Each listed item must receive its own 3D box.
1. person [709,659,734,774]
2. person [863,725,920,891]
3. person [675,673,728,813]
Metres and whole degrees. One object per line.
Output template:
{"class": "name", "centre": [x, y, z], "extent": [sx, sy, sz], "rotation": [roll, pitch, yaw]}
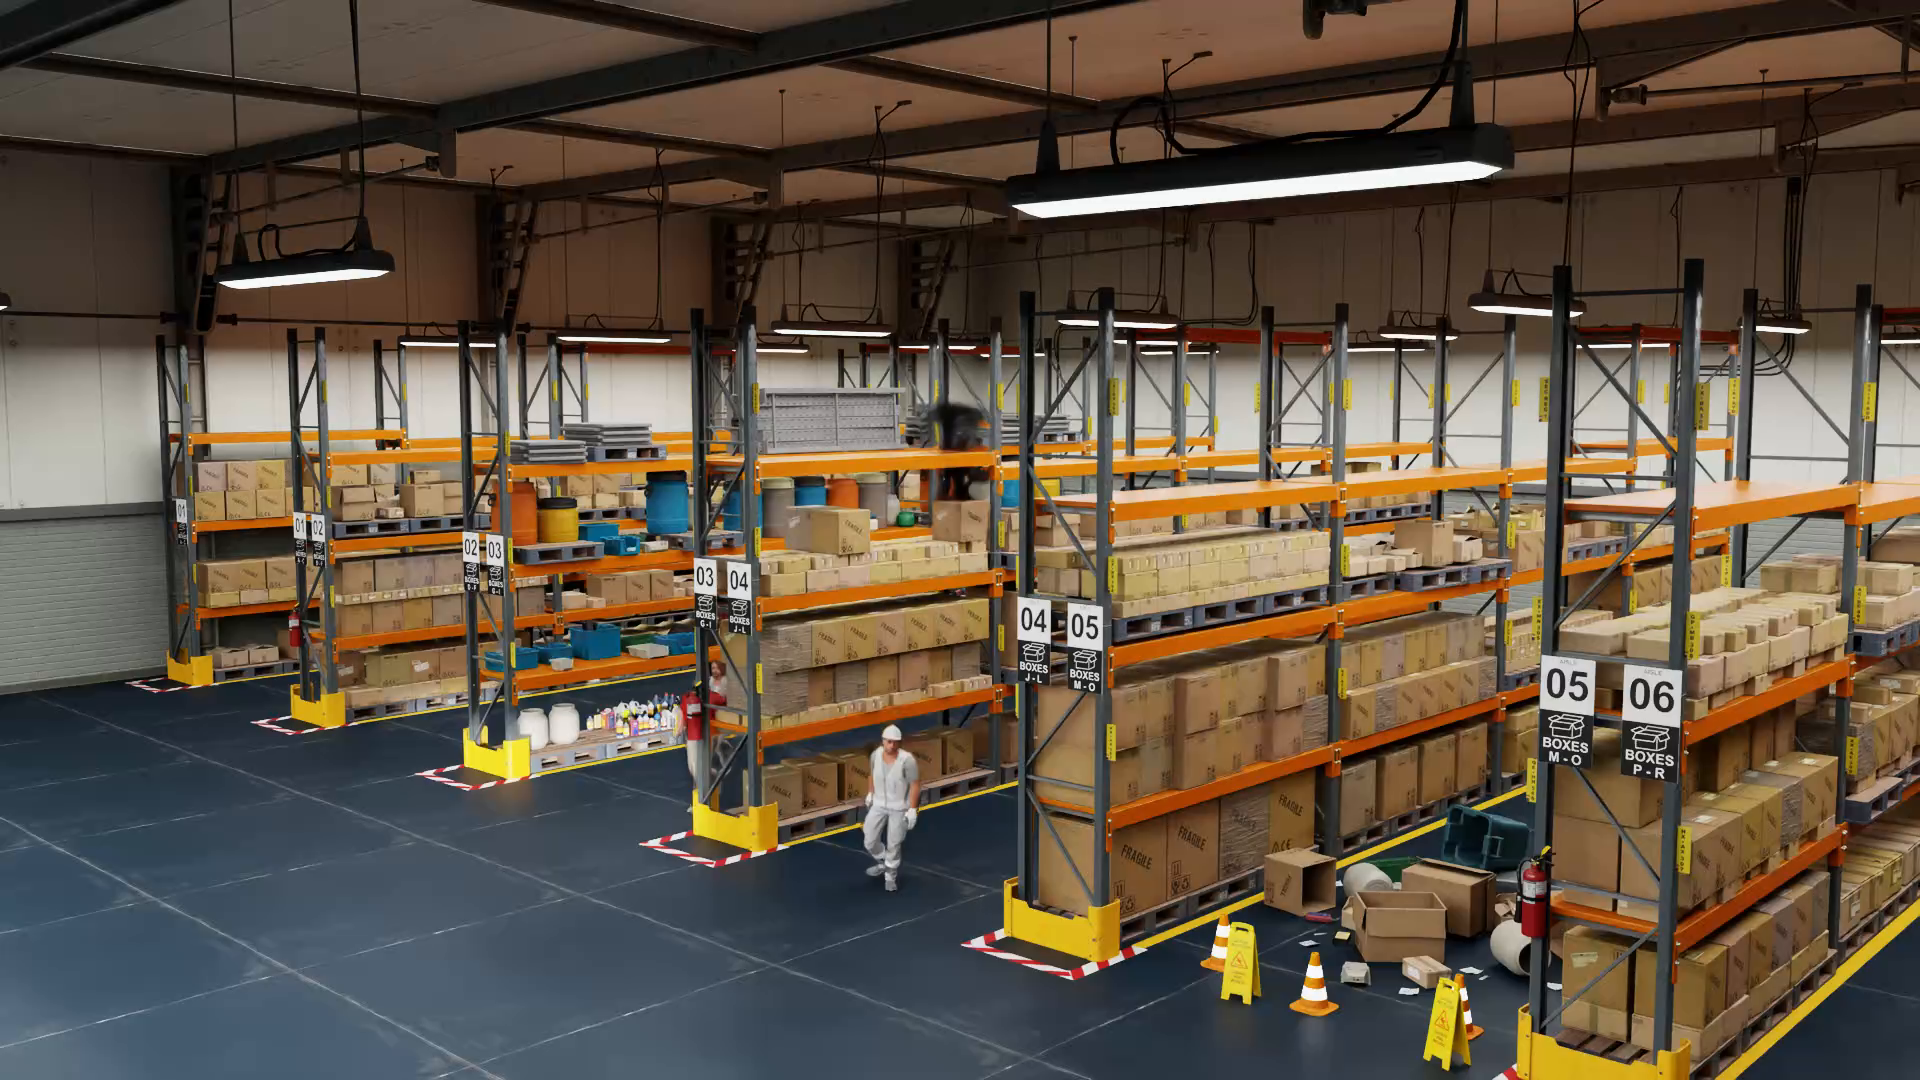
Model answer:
{"class": "person", "centre": [-3.155, 2.337, 21.826], "extent": [0.509, 1.554, 0.638], "rotation": [2, 6, 16]}
{"class": "person", "centre": [-0.707, 2.712, 16.907], "extent": [0.686, 1.752, 0.586], "rotation": [2, 6, 19]}
{"class": "person", "centre": [-3.126, 2.422, 20.294], "extent": [0.679, 1.693, 0.804], "rotation": [2, 6, 22]}
